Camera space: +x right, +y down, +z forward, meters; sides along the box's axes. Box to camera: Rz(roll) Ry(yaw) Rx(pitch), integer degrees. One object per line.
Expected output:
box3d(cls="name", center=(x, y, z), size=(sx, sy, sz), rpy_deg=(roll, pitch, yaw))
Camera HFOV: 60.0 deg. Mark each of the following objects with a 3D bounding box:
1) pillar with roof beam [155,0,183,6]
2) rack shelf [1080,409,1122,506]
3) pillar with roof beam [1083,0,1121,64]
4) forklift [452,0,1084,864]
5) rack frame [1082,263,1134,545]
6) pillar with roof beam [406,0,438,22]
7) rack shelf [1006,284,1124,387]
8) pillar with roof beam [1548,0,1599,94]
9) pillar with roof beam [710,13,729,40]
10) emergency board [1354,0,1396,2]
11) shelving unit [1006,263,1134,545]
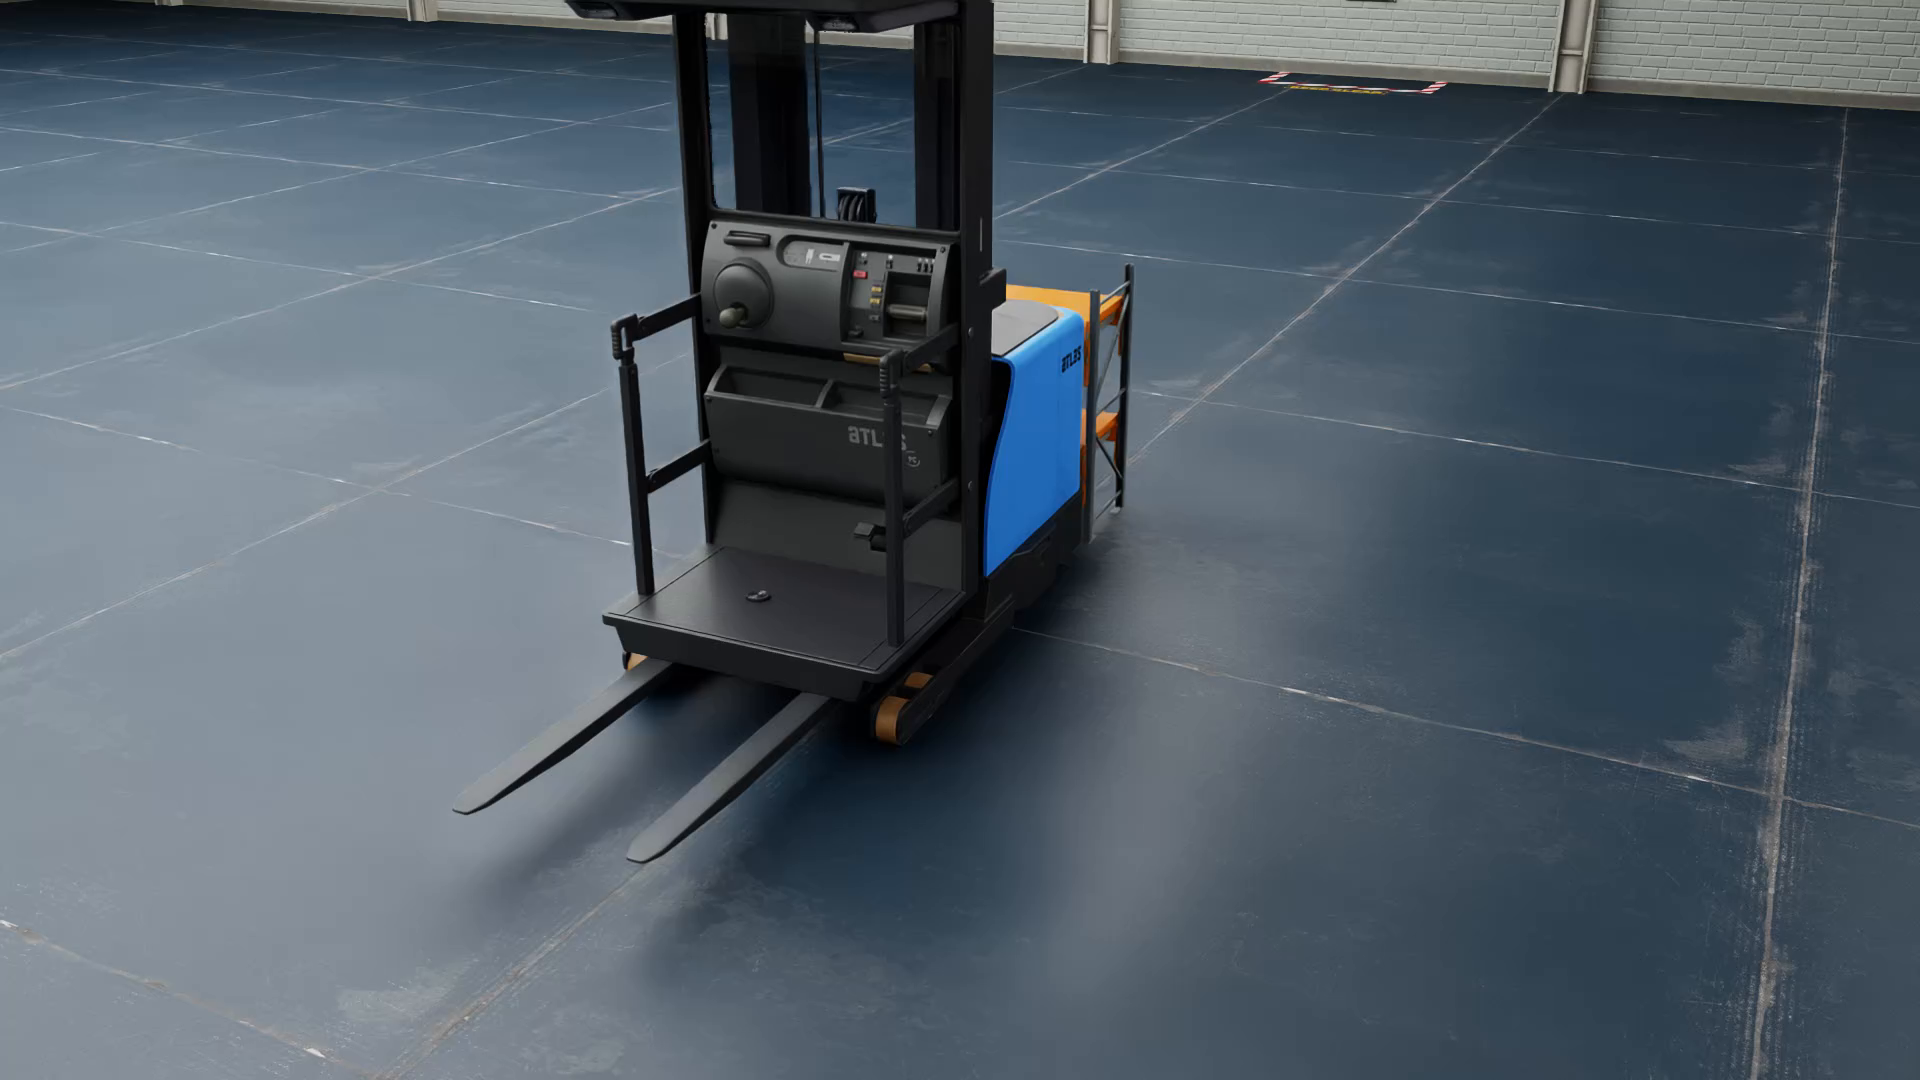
box3d(cls="pillar with roof beam", center=(-16.110, -12.236, 24.525), size=(0.400, 9.000, 9.100), rpy_deg=(11, 25, 25))
box3d(cls="rack shelf", center=(0.174, -0.440, 7.473), size=(1.000, 0.278, 0.538), rpy_deg=(10, 25, 21))
box3d(cls="pillar with roof beam", center=(-0.047, -9.058, 17.051), size=(0.400, 9.000, 9.100), rpy_deg=(11, 25, 25))
box3d(cls="forklift", center=(-0.553, -0.847, 5.496), size=(1.130, 2.935, 3.031), rpy_deg=(10, 25, 22))
box3d(cls="rack frame", center=(0.642, -0.587, 7.193), size=(0.032, 1.125, 0.500), rpy_deg=(10, 25, 21))
box3d(cls="pillar with roof beam", center=(-10.756, -11.177, 22.033), size=(0.400, 9.000, 9.100), rpy_deg=(11, 25, 25))
box3d(cls="rack shelf", center=(0.174, -0.935, 7.262), size=(1.000, 0.278, 0.538), rpy_deg=(10, 25, 21))
box3d(cls="pillar with roof beam", center=(5.308, -7.999, 14.560), size=(0.400, 9.000, 9.100), rpy_deg=(11, 25, 25))
box3d(cls="pillar with roof beam", center=(-5.401, -10.118, 19.542), size=(0.400, 9.000, 9.100), rpy_deg=(11, 25, 25))
box3d(cls="emergency board", center=(5.063, -7.199, 20.345), size=(0.626, 1.169, 0.157), rpy_deg=(11, 25, 25))
box3d(cls="shelving unit", center=(0.174, -0.665, 7.377), size=(1.048, 1.125, 0.538), rpy_deg=(10, 25, 21))
